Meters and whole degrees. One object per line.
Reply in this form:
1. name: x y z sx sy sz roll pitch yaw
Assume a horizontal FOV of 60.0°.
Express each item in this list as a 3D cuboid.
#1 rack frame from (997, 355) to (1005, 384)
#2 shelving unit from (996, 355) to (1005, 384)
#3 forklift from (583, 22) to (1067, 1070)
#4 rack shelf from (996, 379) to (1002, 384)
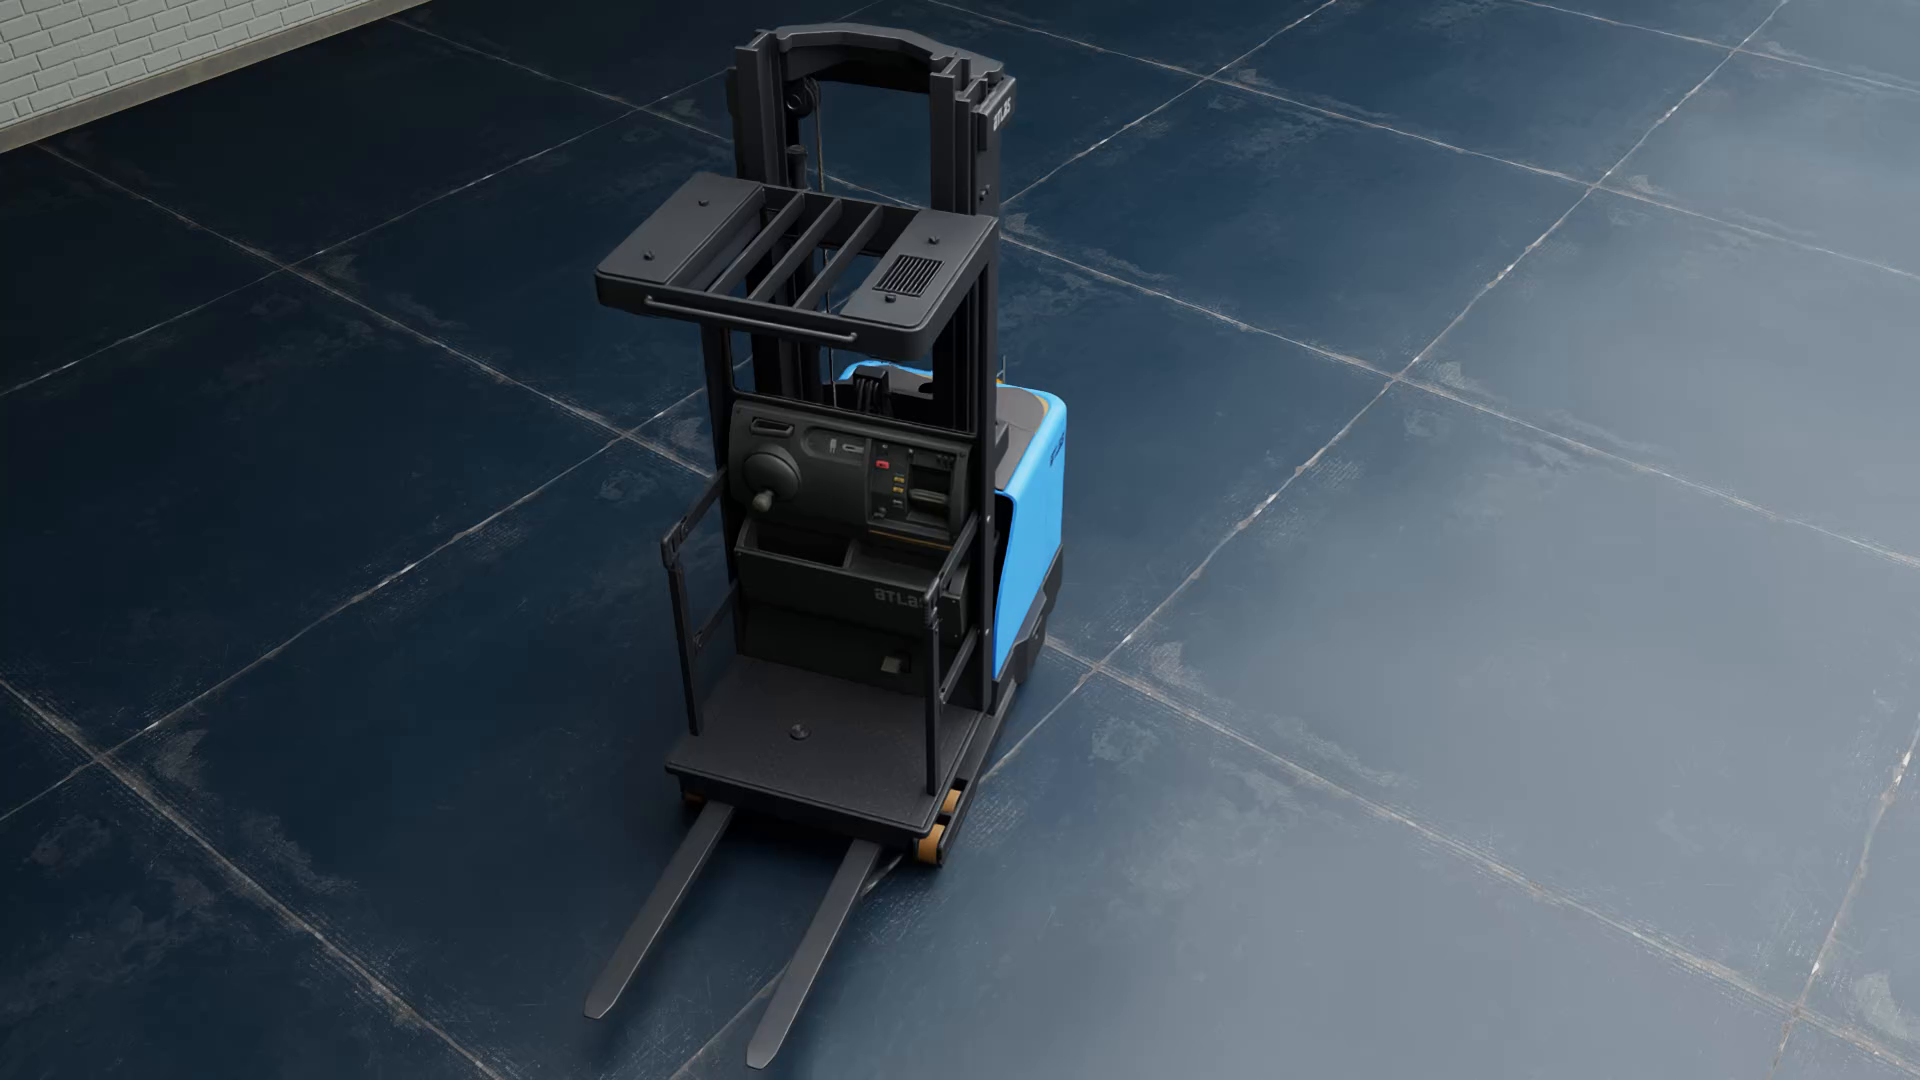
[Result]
1. rack frame: 0.145 -0.364 7.724 0.008 1.050 0.200 23 43 26
2. shelving unit: 0.044 -0.407 7.778 0.252 1.050 0.215 23 43 26
3. forklift: -0.483 -0.172 5.953 1.130 2.935 3.031 12 40 15
4. rack shelf: 0.044 -0.622 7.610 0.240 0.259 0.215 23 43 26
